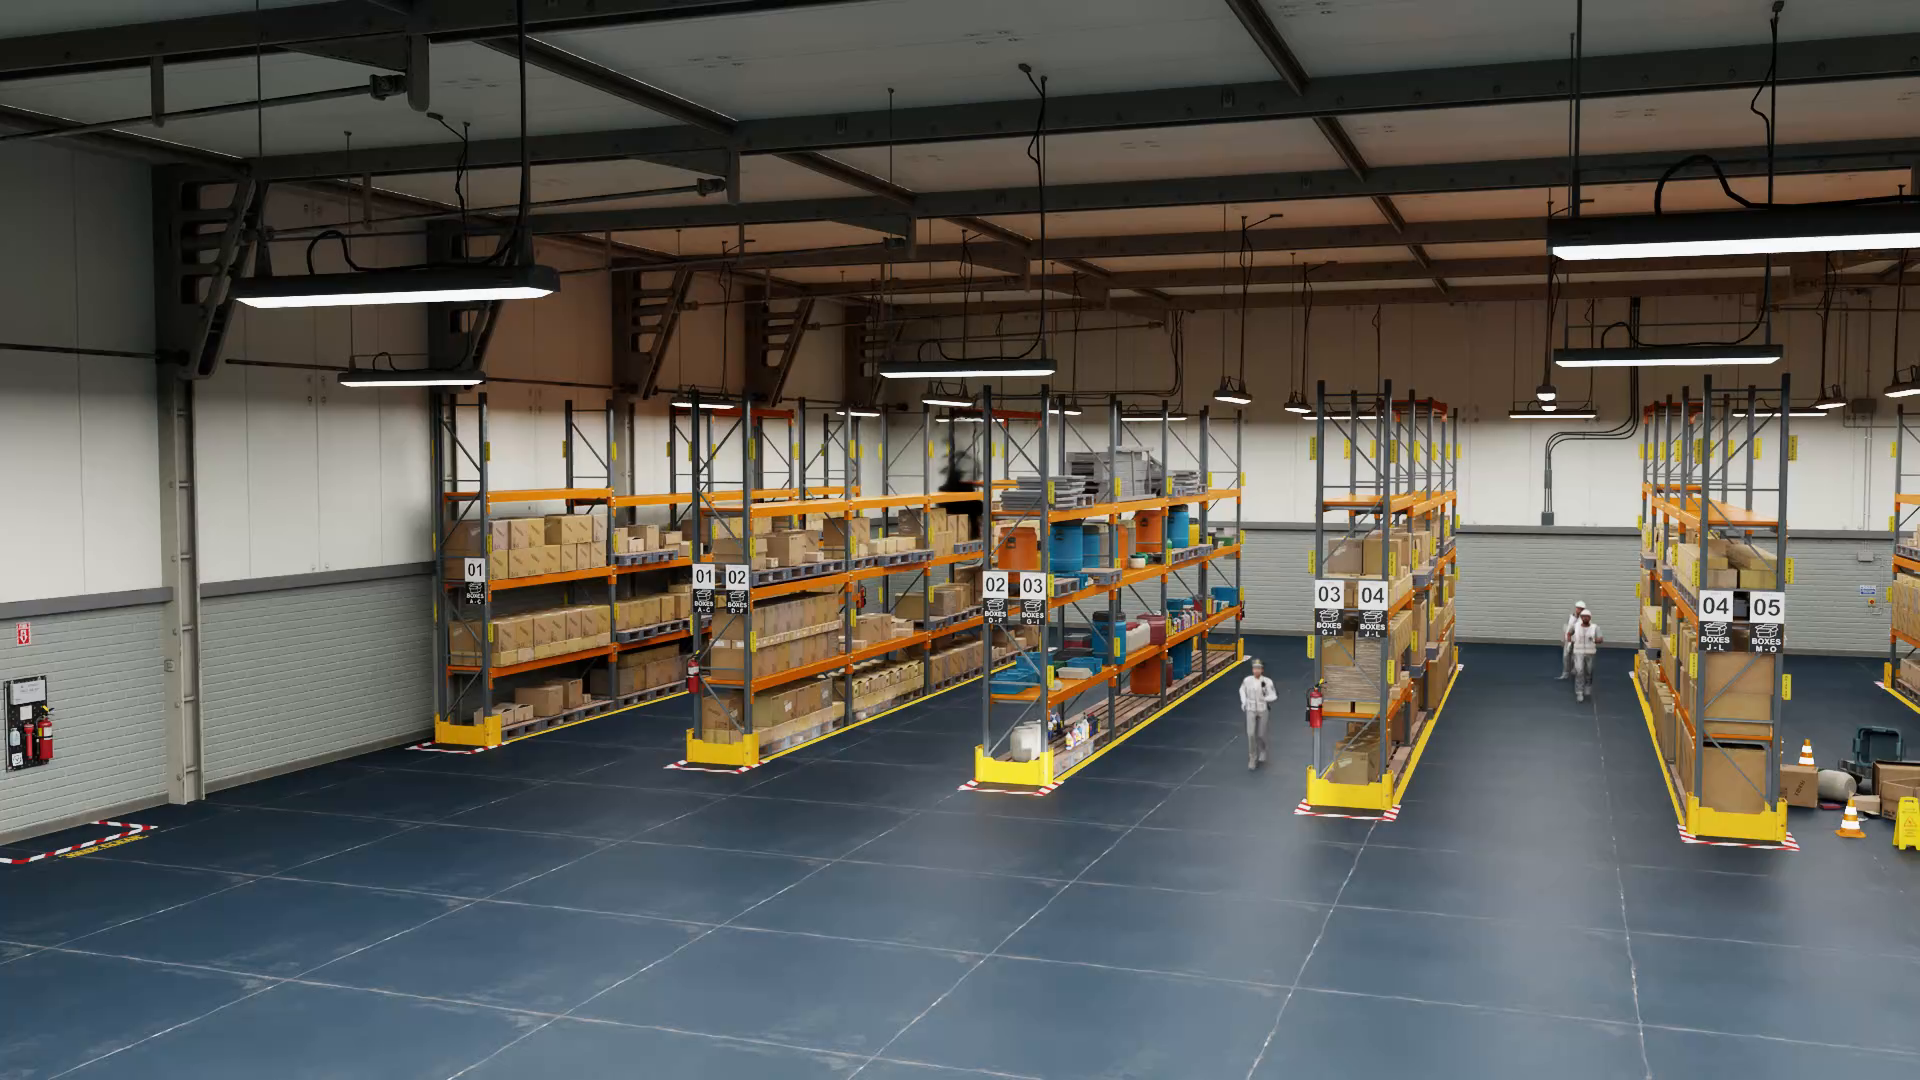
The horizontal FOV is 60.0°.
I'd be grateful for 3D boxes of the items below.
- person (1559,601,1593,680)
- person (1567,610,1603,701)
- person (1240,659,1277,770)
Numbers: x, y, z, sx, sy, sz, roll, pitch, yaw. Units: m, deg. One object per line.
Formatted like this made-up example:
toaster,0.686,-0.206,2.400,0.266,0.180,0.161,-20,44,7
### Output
person,13.564,2.204,36.496,0.716,1.731,0.780,3,4,41
person,12.591,2.298,33.503,0.675,1.793,0.959,1,3,18
person,4.727,2.743,26.421,0.607,1.713,0.799,1,3,17
